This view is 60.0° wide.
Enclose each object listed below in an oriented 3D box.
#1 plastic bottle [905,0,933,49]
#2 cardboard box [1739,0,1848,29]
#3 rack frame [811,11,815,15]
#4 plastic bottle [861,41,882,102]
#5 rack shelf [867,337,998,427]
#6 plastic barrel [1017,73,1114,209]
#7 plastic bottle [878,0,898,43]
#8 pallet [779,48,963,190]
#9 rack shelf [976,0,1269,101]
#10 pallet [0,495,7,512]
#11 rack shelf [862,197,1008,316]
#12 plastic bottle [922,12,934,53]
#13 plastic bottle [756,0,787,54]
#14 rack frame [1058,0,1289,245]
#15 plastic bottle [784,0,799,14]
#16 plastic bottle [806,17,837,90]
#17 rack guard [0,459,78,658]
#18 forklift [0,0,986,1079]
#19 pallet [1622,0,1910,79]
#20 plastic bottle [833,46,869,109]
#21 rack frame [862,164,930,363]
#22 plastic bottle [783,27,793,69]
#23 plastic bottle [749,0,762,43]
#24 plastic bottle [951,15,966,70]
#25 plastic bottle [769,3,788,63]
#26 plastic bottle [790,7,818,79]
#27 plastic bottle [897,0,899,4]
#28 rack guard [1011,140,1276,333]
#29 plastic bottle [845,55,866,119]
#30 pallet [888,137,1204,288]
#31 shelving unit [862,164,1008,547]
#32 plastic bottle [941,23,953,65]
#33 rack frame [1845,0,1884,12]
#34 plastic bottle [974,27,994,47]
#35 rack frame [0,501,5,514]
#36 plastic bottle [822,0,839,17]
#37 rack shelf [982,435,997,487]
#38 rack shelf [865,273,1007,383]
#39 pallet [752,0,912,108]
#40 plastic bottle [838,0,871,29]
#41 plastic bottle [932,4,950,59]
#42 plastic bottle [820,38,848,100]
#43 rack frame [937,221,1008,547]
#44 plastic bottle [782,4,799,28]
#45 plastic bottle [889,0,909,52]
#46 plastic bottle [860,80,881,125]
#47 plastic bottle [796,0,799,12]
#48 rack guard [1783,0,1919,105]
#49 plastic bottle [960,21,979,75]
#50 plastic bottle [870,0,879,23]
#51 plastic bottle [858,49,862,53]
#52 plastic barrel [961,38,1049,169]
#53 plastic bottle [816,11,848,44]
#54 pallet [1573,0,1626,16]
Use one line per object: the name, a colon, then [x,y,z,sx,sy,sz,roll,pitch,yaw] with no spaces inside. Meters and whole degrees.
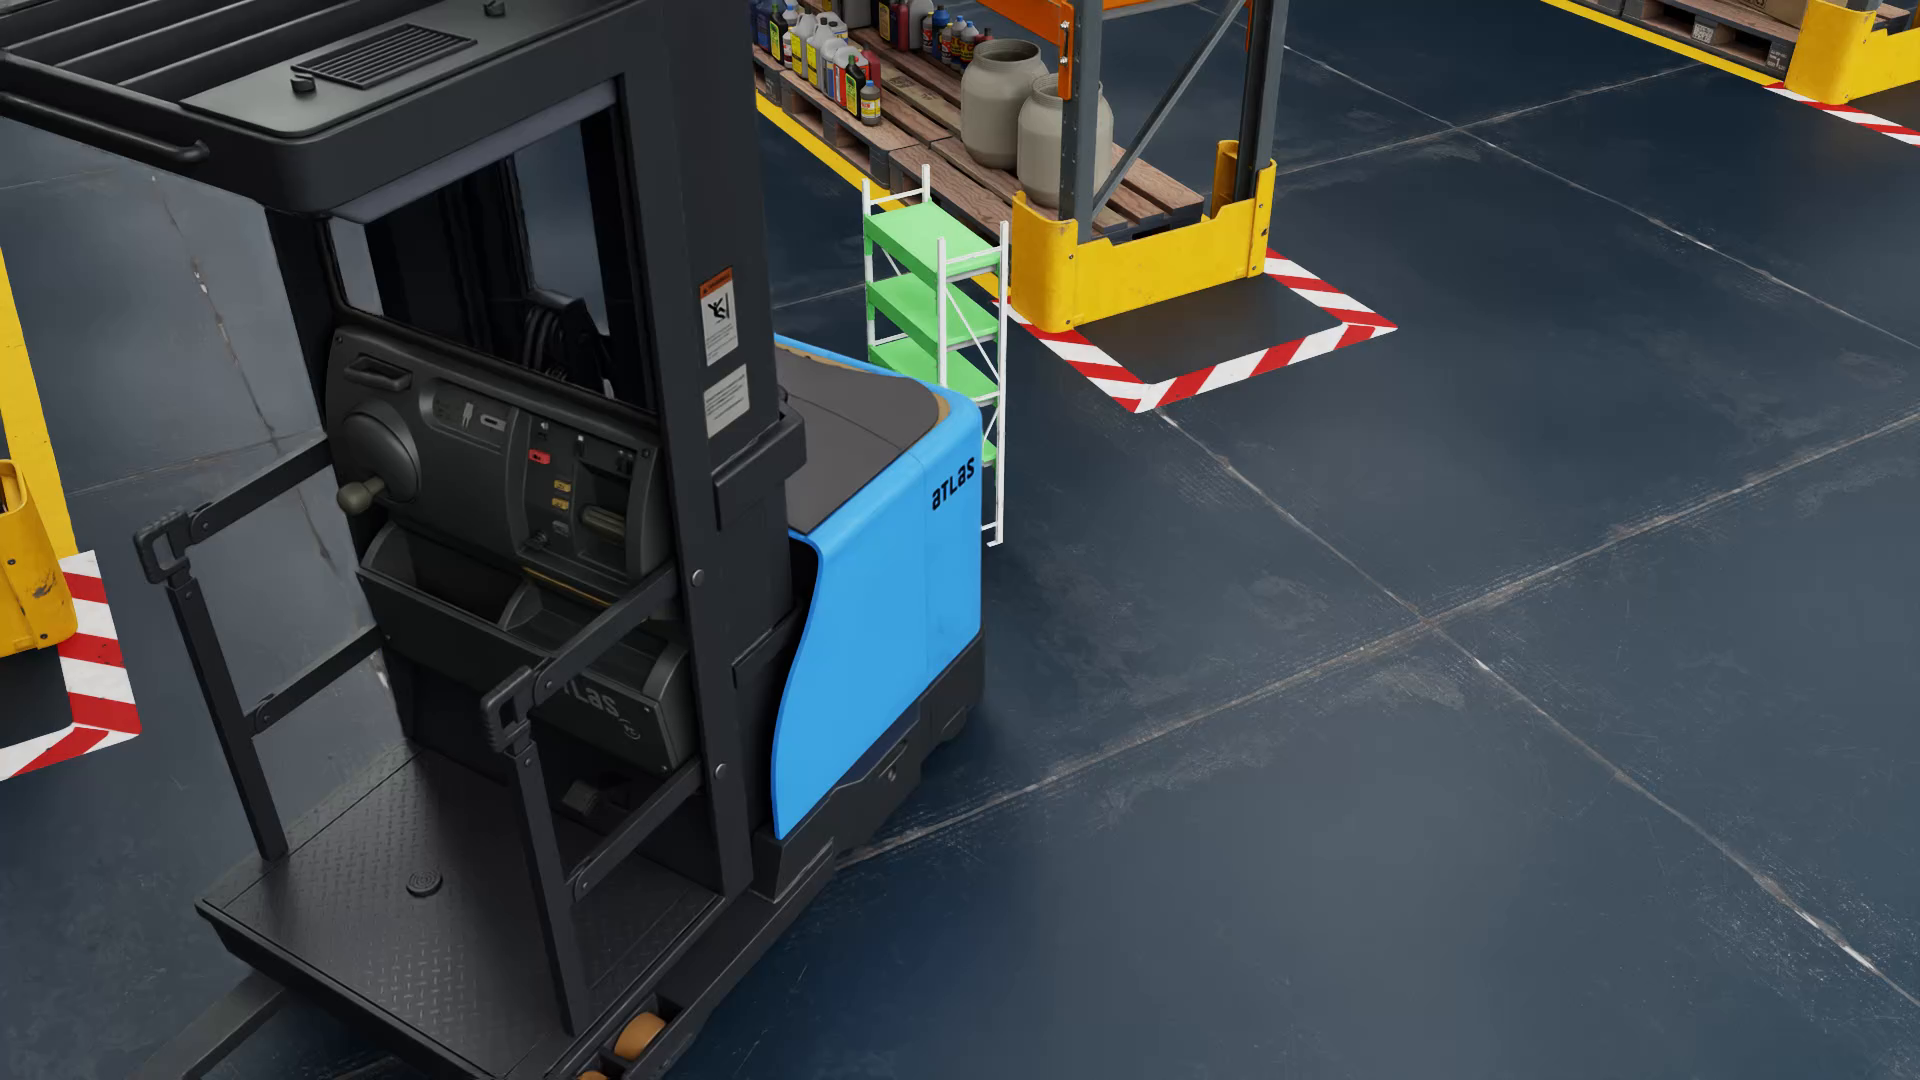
plastic bottle: [-0.237,-2.822,9.007,0.152,0.276,0.135,-18,40,-23]
cardboard box: [4.846,-3.246,9.414,0.500,0.500,0.500,-12,38,-16]
rack frame: [-1.146,-4.334,9.141,1.000,3.000,0.127,-19,40,-24]
plastic bottle: [-0.450,-2.350,8.355,0.061,0.283,0.133,-19,40,-24]
rack shelf: [-0.083,-0.517,5.549,0.258,0.148,0.480,-19,40,-24]
plastic barrel: [0.467,-1.772,7.386,0.421,0.512,0.421,0,36,0]
plastic bottle: [-0.391,-2.866,9.061,0.061,0.283,0.133,-19,40,-24]
pallet: [-0.228,-2.230,8.625,1.003,0.211,1.213,-19,40,-24]
rack shelf: [-0.142,-3.024,7.957,1.077,0.370,4.000,-19,40,-24]
pallet: [-3.842,-0.080,5.680,1.003,0.211,1.213,-19,40,-24]
rack shelf: [-0.083,-0.905,5.266,0.258,0.148,0.480,-19,40,-24]
plastic bottle: [-0.154,-2.740,8.958,0.097,0.201,0.097,0,36,0]
plastic bottle: [-1.005,-2.811,8.929,0.144,0.351,0.185,-21,41,-26]
rack frame: [0.863,-2.294,6.348,1.000,3.000,0.127,-19,40,-24]
plastic bottle: [-0.922,-2.837,9.032,0.097,0.271,0.097,0,36,0]
plastic bottle: [-0.698,-2.500,8.502,0.144,0.351,0.185,-17,40,-22]
rack guard: [-3.409,0.193,5.062,1.175,0.500,0.348,-19,40,-24]
forklift: [-1.125,-0.105,3.409,1.130,2.935,3.031,20,41,25]
pallet: [4.730,-3.099,9.815,1.003,0.211,1.213,-19,40,-24]
plastic bottle: [-0.541,-2.315,8.313,0.152,0.276,0.135,-19,40,-24]
rack frame: [-0.206,-0.693,5.682,0.240,1.200,0.015,-19,40,-24]
plastic bottle: [-0.883,-2.600,8.766,0.097,0.201,0.097,0,36,0]
plastic bottle: [-1.100,-2.907,9.061,0.144,0.351,0.185,-18,40,-23]
plastic bottle: [-0.001,-2.613,8.725,0.097,0.271,0.097,0,36,0]
plastic bottle: [-0.958,-2.687,8.816,0.061,0.283,0.133,-17,39,-22]
plastic bottle: [-0.791,-2.594,8.632,0.144,0.351,0.185,-19,40,-24]
plastic bottle: [-0.315,-2.937,9.100,0.144,0.351,0.185,-19,40,-24]
rack guard: [0.784,-1.310,7.119,1.175,0.500,0.348,-19,40,-24]
plastic bottle: [-0.513,-2.236,8.198,0.061,0.283,0.133,-18,40,-23]
pallet: [0.381,-1.609,7.774,1.003,0.211,1.213,-19,40,-24]
shelving unit: [-0.083,-0.569,5.512,0.258,1.200,0.503,-19,40,-24]
plastic bottle: [-0.050,-2.635,8.814,0.097,0.201,0.097,0,36,0]
rack frame: [5.146,-3.762,8.358,1.000,3.000,0.127,-19,40,-24]
plastic bottle: [0.124,-2.513,8.577,0.061,0.283,0.133,-18,40,-23]
rack frame: [-3.421,-0.828,4.341,1.000,3.000,0.127,-19,40,-24]
plastic bottle: [-0.698,-3.156,9.401,0.144,0.351,0.185,-19,40,-24]
rack shelf: [-0.083,-0.324,5.691,0.258,0.148,0.480,-19,40,-24]
rack shelf: [-0.083,-0.711,5.408,0.258,0.148,0.480,-19,40,-24]
pallet: [-0.845,-2.853,9.478,1.003,0.211,1.213,-19,40,-24]
plastic bottle: [-0.593,-3.014,9.270,0.152,0.276,0.135,-19,40,-24]
plastic bottle: [-0.102,-2.716,8.866,0.097,0.271,0.097,0,36,0]
plastic bottle: [-0.611,-2.386,8.410,0.152,0.276,0.135,-20,41,-25]
rack frame: [0.039,-0.445,5.341,0.240,1.200,0.015,-19,40,-24]
plastic bottle: [-0.899,-2.715,8.865,0.097,0.271,0.097,0,36,0]
plastic bottle: [-0.328,-2.793,8.961,0.061,0.283,0.133,-19,40,-24]
plastic bottle: [-0.438,-2.149,8.148,0.097,0.201,0.097,0,36,0]
plastic bottle: [-0.975,-2.950,9.119,0.144,0.351,0.185,-19,40,-24]
rack guard: [5.108,-2.791,9.148,1.175,0.500,0.348,-19,40,-24]
plastic bottle: [0.050,-2.562,8.655,0.097,0.271,0.097,0,36,0]
plastic bottle: [-0.477,-3.101,9.326,0.144,0.351,0.185,-21,41,-26]
plastic bottle: [-0.513,-2.402,8.496,0.097,0.201,0.097,0,36,0]
plastic barrel: [0.215,-2.028,7.736,0.421,0.512,0.421,0,36,0]
plastic bottle: [-0.676,-2.621,8.732,0.152,0.276,0.135,-19,40,-24]
pallet: [4.121,-3.721,10.665,1.003,0.211,1.213,-19,40,-24]
